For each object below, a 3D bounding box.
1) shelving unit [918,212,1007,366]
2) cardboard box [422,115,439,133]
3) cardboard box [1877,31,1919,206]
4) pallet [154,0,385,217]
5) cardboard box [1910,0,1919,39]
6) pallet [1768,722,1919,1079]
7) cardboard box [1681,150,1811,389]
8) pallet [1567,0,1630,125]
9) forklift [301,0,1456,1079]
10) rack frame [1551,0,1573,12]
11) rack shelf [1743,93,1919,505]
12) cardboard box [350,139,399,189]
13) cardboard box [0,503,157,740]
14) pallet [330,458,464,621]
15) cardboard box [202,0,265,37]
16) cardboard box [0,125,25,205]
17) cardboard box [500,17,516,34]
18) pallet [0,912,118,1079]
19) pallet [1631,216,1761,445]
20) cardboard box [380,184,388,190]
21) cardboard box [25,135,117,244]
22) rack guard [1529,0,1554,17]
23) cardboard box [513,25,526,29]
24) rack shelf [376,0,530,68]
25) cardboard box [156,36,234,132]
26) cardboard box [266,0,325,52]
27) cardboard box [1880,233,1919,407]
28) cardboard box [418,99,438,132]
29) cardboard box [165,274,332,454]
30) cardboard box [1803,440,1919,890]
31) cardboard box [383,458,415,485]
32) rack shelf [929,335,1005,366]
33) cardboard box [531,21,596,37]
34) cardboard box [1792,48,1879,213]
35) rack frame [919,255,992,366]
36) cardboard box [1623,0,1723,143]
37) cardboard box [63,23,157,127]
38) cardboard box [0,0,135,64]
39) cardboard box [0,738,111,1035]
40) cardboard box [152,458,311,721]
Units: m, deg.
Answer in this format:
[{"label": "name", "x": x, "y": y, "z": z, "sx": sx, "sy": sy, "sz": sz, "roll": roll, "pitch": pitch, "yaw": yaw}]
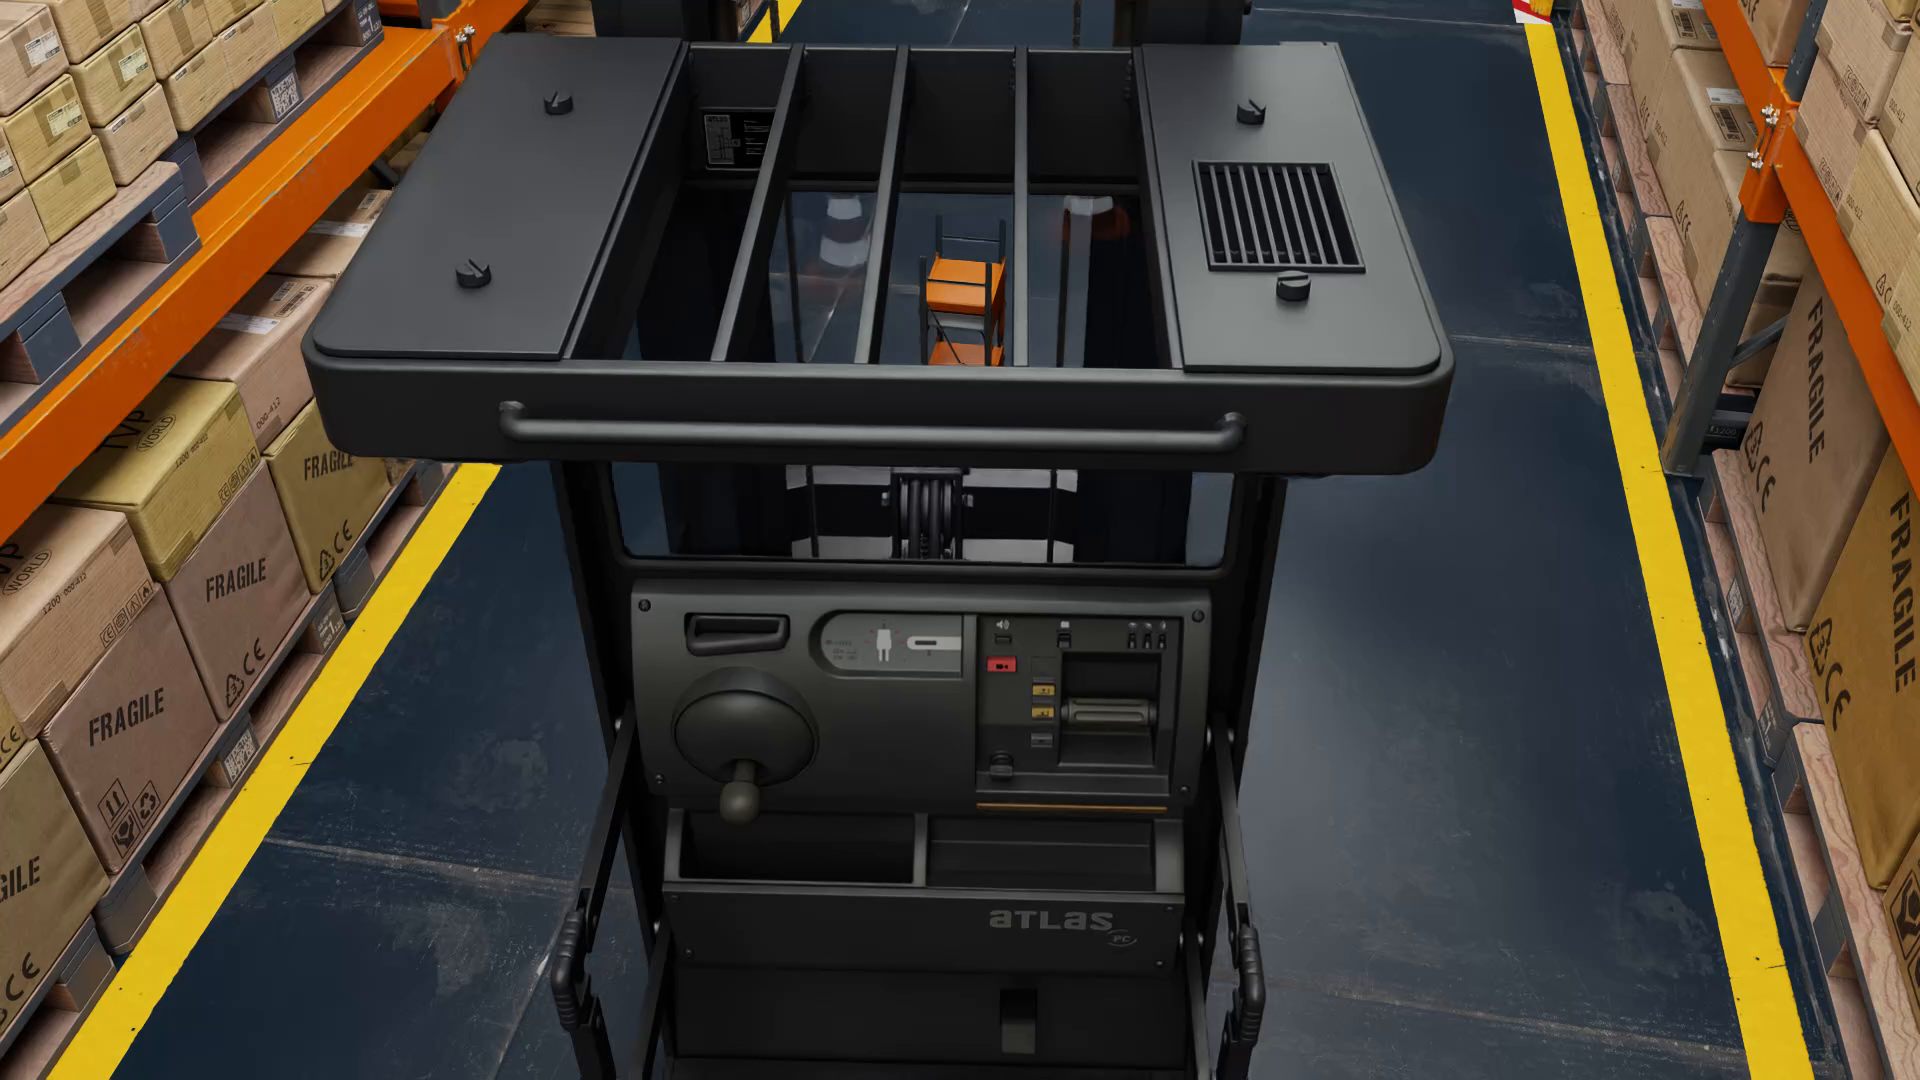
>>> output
[{"label": "shelving unit", "x": 0.009, "y": -0.438, "z": 4.956, "sx": 0.215, "sy": 1.050, "sz": 0.252, "roll": 6, "pitch": 40, "yaw": 8}, {"label": "cardboard box", "x": -2.256, "y": -1.584, "z": 6.486, "sx": 0.380, "sy": 0.149, "sz": 0.250, "roll": 5, "pitch": 40, "yaw": 6}, {"label": "cardboard box", "x": 2.416, "y": -0.909, "z": 3.721, "sx": 0.500, "sy": 0.250, "sz": 0.500, "roll": 7, "pitch": 40, "yaw": 8}, {"label": "pallet", "x": -2.336, "y": -1.295, "z": 4.612, "sx": 1.003, "sy": 0.211, "sz": 1.213, "roll": 6, "pitch": 40, "yaw": 8}, {"label": "cardboard box", "x": 2.412, "y": -1.207, "z": 3.493, "sx": 0.500, "sy": 0.500, "sz": 0.500, "roll": 6, "pitch": 40, "yaw": 7}, {"label": "pallet", "x": 2.564, "y": 0.985, "z": 3.893, "sx": 1.003, "sy": 0.211, "sz": 1.213, "roll": 6, "pitch": 40, "yaw": 8}, {"label": "cardboard box", "x": 3.046, "y": -0.906, "z": 5.673, "sx": 0.875, "sy": 0.438, "sz": 0.875, "roll": 6, "pitch": 40, "yaw": 7}, {"label": "pallet", "x": 3.463, "y": -2.275, "z": 7.836, "sx": 1.003, "sy": 0.211, "sz": 1.213, "roll": 6, "pitch": 40, "yaw": 8}, {"label": "forklift", "x": -0.068, "y": 0.345, "z": 2.533, "sx": 1.130, "sy": 2.935, "sz": 3.031, "roll": 1, "pitch": 40, "yaw": 1}, {"label": "rack frame", "x": 3.524, "y": -3.860, "z": 7.565, "sx": 1.000, "sy": 3.000, "sz": 0.127, "roll": 6, "pitch": 40, "yaw": 8}, {"label": "rack shelf", "x": 2.486, "y": 0.183, "z": 3.240, "sx": 1.077, "sy": 0.370, "sz": 4.000, "roll": 6, "pitch": 40, "yaw": 8}, {"label": "cardboard box", "x": -2.256, "y": -1.377, "z": 6.002, "sx": 0.380, "sy": 0.149, "sz": 0.250, "roll": 7, "pitch": 40, "yaw": 9}, {"label": "cardboard box", "x": -2.209, "y": 0.157, "z": 3.749, "sx": 0.500, "sy": 0.250, "sz": 0.500, "roll": 7, "pitch": 40, "yaw": 8}, {"label": "pallet", "x": -2.194, "y": -0.269, "z": 5.409, "sx": 1.003, "sy": 0.211, "sz": 1.213, "roll": 6, "pitch": 40, "yaw": 8}, {"label": "cardboard box", "x": -2.025, "y": -1.420, "z": 4.247, "sx": 0.380, "sy": 0.149, "sz": 0.250, "roll": 8, "pitch": 40, "yaw": 10}, {"label": "cardboard box", "x": -2.207, "y": -0.761, "z": 3.450, "sx": 0.380, "sy": 0.149, "sz": 0.250, "roll": 8, "pitch": 40, "yaw": 9}, {"label": "cardboard box", "x": -2.102, "y": -2.203, "z": 7.002, "sx": 0.380, "sy": 0.149, "sz": 0.250, "roll": 5, "pitch": 40, "yaw": 6}, {"label": "pallet", "x": -2.616, "y": 1.263, "z": 3.557, "sx": 1.003, "sy": 0.211, "sz": 1.213, "roll": 6, "pitch": 40, "yaw": 8}, {"label": "pallet", "x": 3.041, "y": -0.744, "z": 5.984, "sx": 1.003, "sy": 0.211, "sz": 1.213, "roll": 6, "pitch": 40, "yaw": 8}, {"label": "cardboard box", "x": -2.319, "y": -1.243, "z": 6.073, "sx": 0.380, "sy": 0.149, "sz": 0.250, "roll": 7, "pitch": 40, "yaw": 9}, {"label": "cardboard box", "x": -2.157, "y": -0.808, "z": 3.741, "sx": 0.380, "sy": 0.149, "sz": 0.250, "roll": 8, "pitch": 40, "yaw": 10}, {"label": "rack guard", "x": 3.528, "y": -2.912, "z": 8.380, "sx": 1.175, "sy": 0.500, "sz": 0.348, "roll": 6, "pitch": 40, "yaw": 8}, {"label": "cardboard box", "x": -1.937, "y": -2.221, "z": 7.257, "sx": 0.380, "sy": 0.149, "sz": 0.250, "roll": 8, "pitch": 40, "yaw": 10}, {"label": "rack shelf", "x": -1.715, "y": -2.810, "z": 6.859, "sx": 1.077, "sy": 0.370, "sz": 4.000, "roll": 6, "pitch": 40, "yaw": 8}, {"label": "cardboard box", "x": -2.068, "y": -1.150, "z": 4.154, "sx": 0.380, "sy": 0.149, "sz": 0.250, "roll": 4, "pitch": 40, "yaw": 5}, {"label": "cardboard box", "x": -1.979, "y": -1.463, "z": 4.533, "sx": 0.380, "sy": 0.149, "sz": 0.250, "roll": 7, "pitch": 40, "yaw": 8}, {"label": "cardboard box", "x": 2.304, "y": -0.400, "z": 3.498, "sx": 0.500, "sy": 0.250, "sz": 0.500, "roll": 6, "pitch": 40, "yaw": 7}, {"label": "cardboard box", "x": -2.214, "y": -1.698, "z": 6.391, "sx": 0.380, "sy": 0.149, "sz": 0.250, "roll": 6, "pitch": 40, "yaw": 7}, {"label": "cardboard box", "x": -2.043, "y": -0.503, "z": 4.548, "sx": 0.500, "sy": 0.250, "sz": 0.500, "roll": 8, "pitch": 40, "yaw": 10}, {"label": "cardboard box", "x": 2.655, "y": 0.273, "z": 3.904, "sx": 0.875, "sy": 0.875, "sz": 0.875, "roll": 7, "pitch": 40, "yaw": 9}, {"label": "cardboard box", "x": -1.941, "y": -0.538, "z": 5.179, "sx": 0.500, "sy": 0.500, "sz": 0.500, "roll": 6, "pitch": 40, "yaw": 7}, {"label": "rack shelf", "x": 0.009, "y": -0.430, "z": 4.963, "sx": 0.215, "sy": 0.259, "sz": 0.240, "roll": 6, "pitch": 40, "yaw": 8}, {"label": "cardboard box", "x": -1.549, "y": -1.965, "z": 6.714, "sx": 0.380, "sy": 0.149, "sz": 0.250, "roll": 7, "pitch": 40, "yaw": 9}, {"label": "cardboard box", "x": 2.496, "y": -1.045, "z": 4.278, "sx": 0.500, "sy": 0.250, "sz": 0.500, "roll": 6, "pitch": 40, "yaw": 7}, {"label": "rack frame", "x": -0.012, "y": -0.362, "z": 4.863, "sx": 0.200, "sy": 1.050, "sz": 0.008, "roll": 6, "pitch": 40, "yaw": 8}, {"label": "cardboard box", "x": 3.358, "y": -2.034, "z": 7.037, "sx": 0.875, "sy": 0.438, "sz": 0.875, "roll": 7, "pitch": 40, "yaw": 9}, {"label": "cardboard box", "x": -2.115, "y": -1.084, "z": 3.842, "sx": 0.380, "sy": 0.149, "sz": 0.250, "roll": 4, "pitch": 40, "yaw": 5}, {"label": "cardboard box", "x": -2.121, "y": -1.204, "z": 3.753, "sx": 0.380, "sy": 0.149, "sz": 0.250, "roll": 5, "pitch": 40, "yaw": 6}, {"label": "cardboard box", "x": -2.296, "y": 0.748, "z": 3.623, "sx": 0.500, "sy": 0.500, "sz": 0.500, "roll": 7, "pitch": 40, "yaw": 8}, {"label": "cardboard box", "x": -2.123, "y": 0.105, "z": 4.401, "sx": 0.500, "sy": 0.500, "sz": 0.500, "roll": 6, "pitch": 40, "yaw": 7}]
